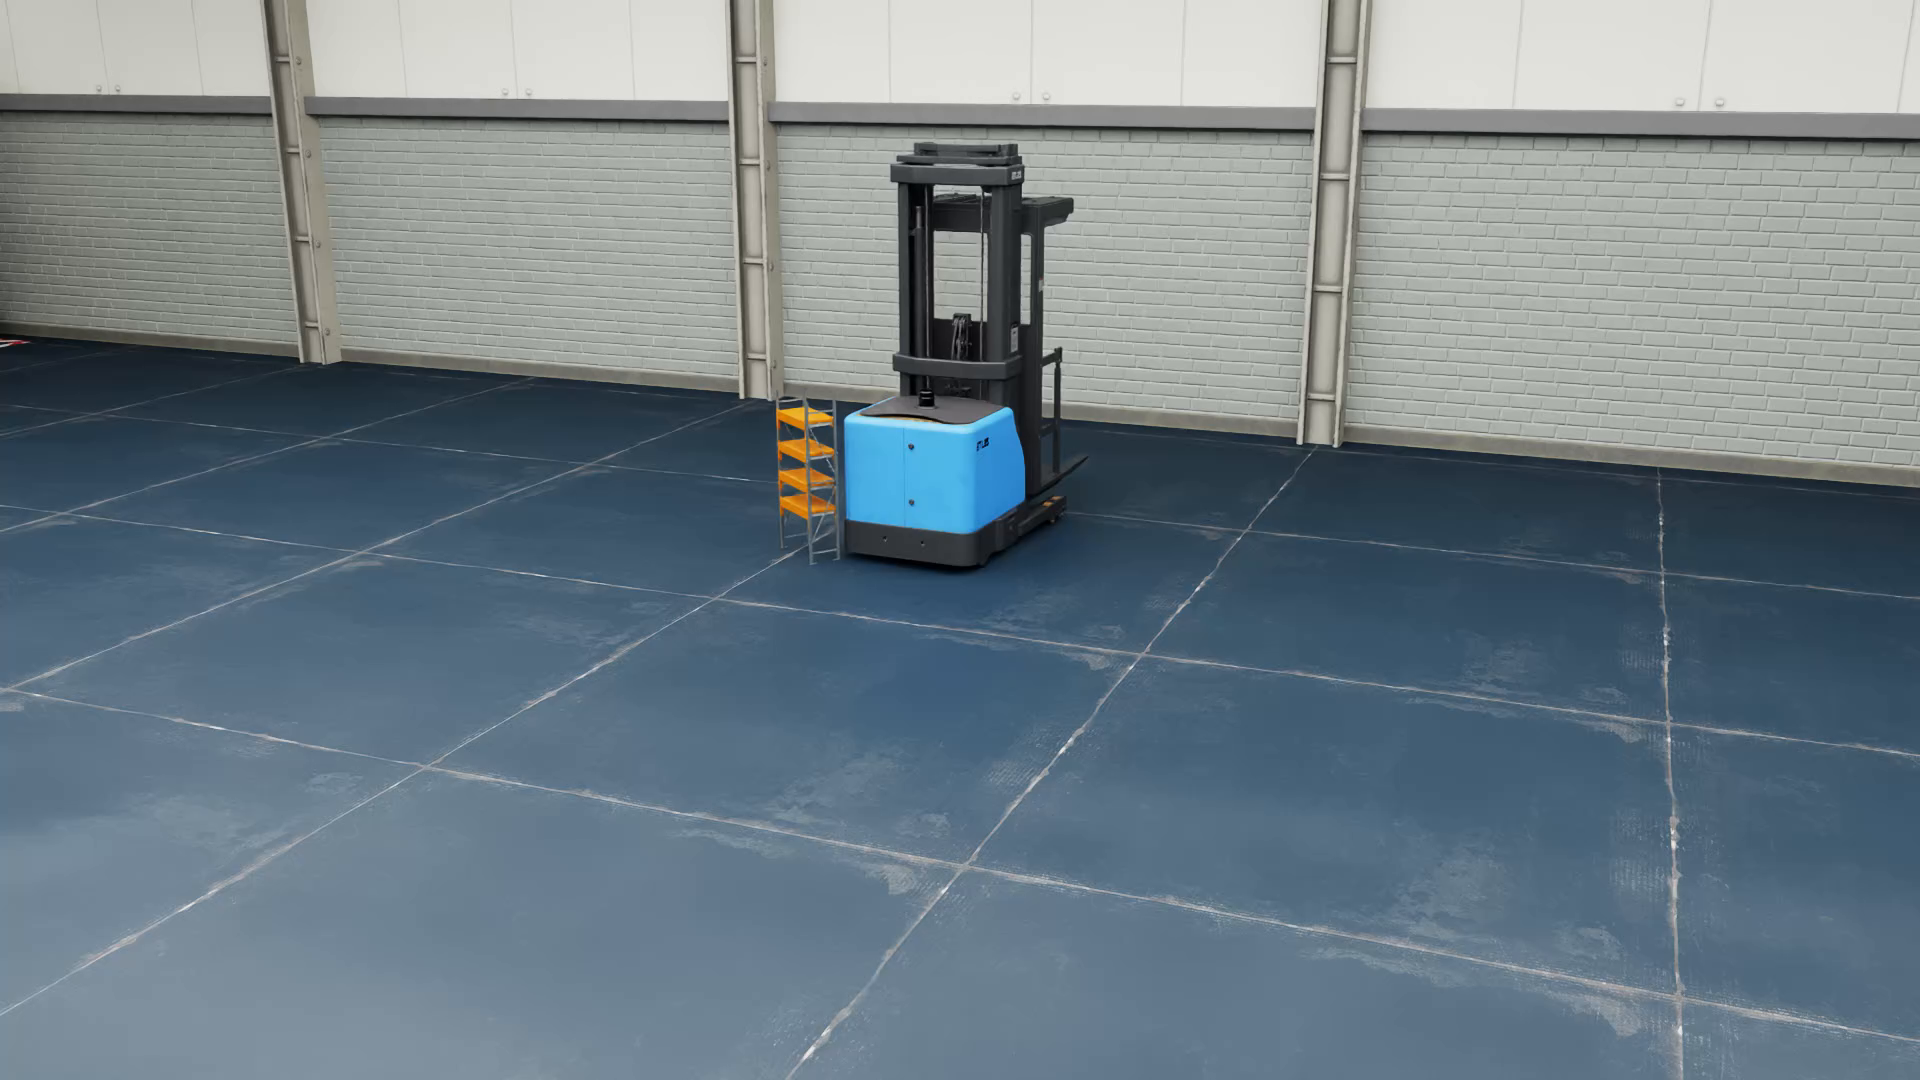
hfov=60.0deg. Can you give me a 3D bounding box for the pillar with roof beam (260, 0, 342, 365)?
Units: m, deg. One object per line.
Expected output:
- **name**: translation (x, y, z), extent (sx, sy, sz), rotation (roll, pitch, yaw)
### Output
- **pillar with roof beam**: translation (-9.302, -5.366, 15.016), extent (0.400, 9.000, 9.100), rotation (6, 17, 21)

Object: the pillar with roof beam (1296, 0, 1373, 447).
- **pillar with roof beam**: translation (1.861, -4.138, 10.788), extent (0.400, 9.000, 9.100), rotation (6, 17, 21)

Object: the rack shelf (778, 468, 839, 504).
- **rack shelf**: translation (-1.111, -0.406, 12.159), extent (0.258, 0.148, 0.480), rotation (-10, 19, -29)

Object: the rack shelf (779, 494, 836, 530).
- **rack shelf**: translation (-1.109, -0.216, 12.215), extent (0.258, 0.148, 0.480), rotation (-10, 19, -29)

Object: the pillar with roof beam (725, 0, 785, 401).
- **pillar with roof beam**: translation (-3.720, -4.752, 12.902), extent (0.400, 9.000, 9.100), rotation (6, 17, 21)

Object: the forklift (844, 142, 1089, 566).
- **forklift**: translation (0.207, -1.586, 12.880), extent (1.130, 2.935, 3.031), rotation (7, 18, 23)

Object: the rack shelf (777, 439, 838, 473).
- **rack shelf**: translation (-1.112, -0.621, 12.096), extent (0.258, 0.148, 0.480), rotation (-10, 19, -29)

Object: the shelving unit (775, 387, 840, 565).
- **shelving unit**: translation (-1.111, -0.471, 12.140), extent (0.258, 1.200, 0.503), rotation (-10, 19, -29)

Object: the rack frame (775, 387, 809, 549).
- **rack frame**: translation (-1.236, -0.529, 12.341), extent (0.240, 1.200, 0.015), rotation (-10, 19, -29)

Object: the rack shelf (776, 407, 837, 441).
- **rack shelf**: translation (-1.114, -0.848, 12.029), extent (0.258, 0.148, 0.480), rotation (-10, 19, -29)

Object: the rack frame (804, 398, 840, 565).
- **rack frame**: translation (-0.986, -0.412, 11.938), extent (0.240, 1.200, 0.015), rotation (-10, 19, -29)
